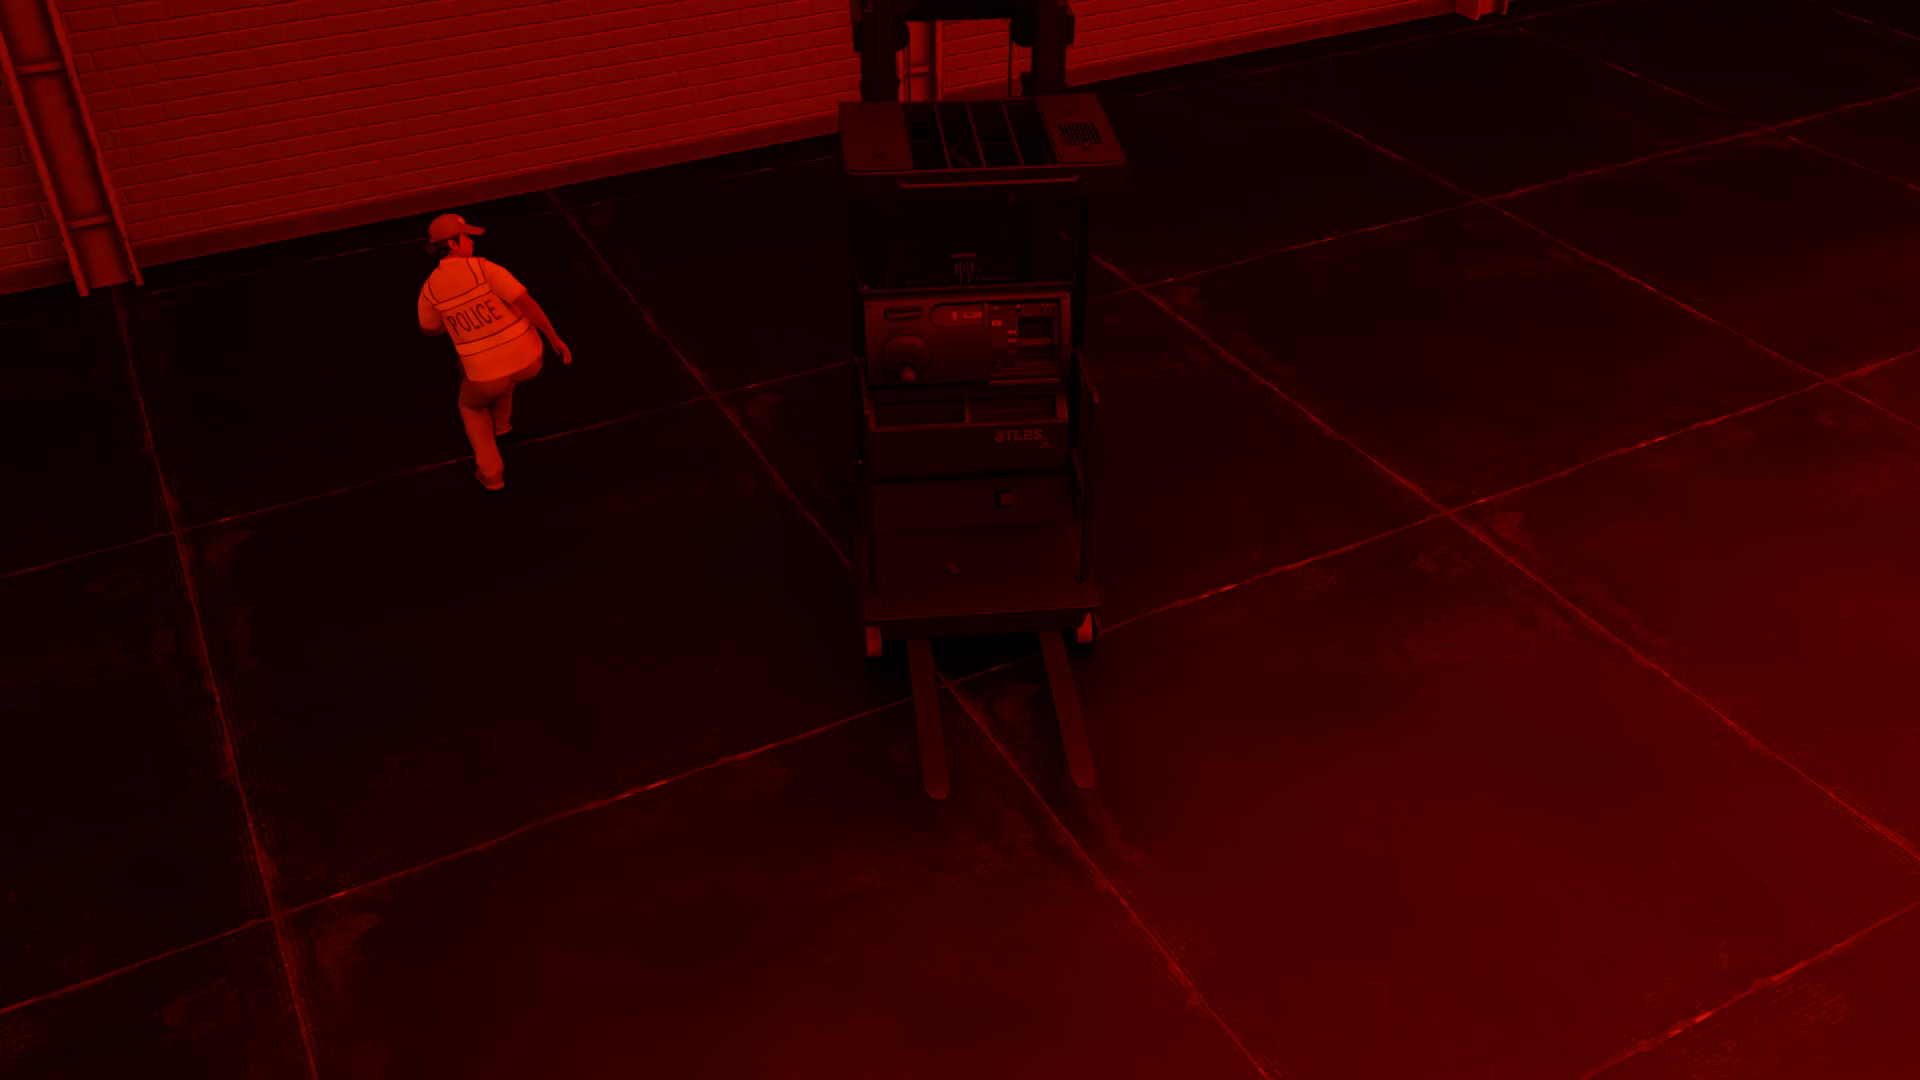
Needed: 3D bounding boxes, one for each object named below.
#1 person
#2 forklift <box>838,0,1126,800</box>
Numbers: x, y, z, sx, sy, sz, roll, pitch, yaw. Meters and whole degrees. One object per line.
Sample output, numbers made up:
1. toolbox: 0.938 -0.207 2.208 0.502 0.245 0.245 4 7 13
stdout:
1. person: -2.490 -1.049 8.888 0.704 1.487 0.748 -13 37 -18
2. forklift: 0.061 -0.846 7.320 1.130 2.935 3.031 -3 35 -5
